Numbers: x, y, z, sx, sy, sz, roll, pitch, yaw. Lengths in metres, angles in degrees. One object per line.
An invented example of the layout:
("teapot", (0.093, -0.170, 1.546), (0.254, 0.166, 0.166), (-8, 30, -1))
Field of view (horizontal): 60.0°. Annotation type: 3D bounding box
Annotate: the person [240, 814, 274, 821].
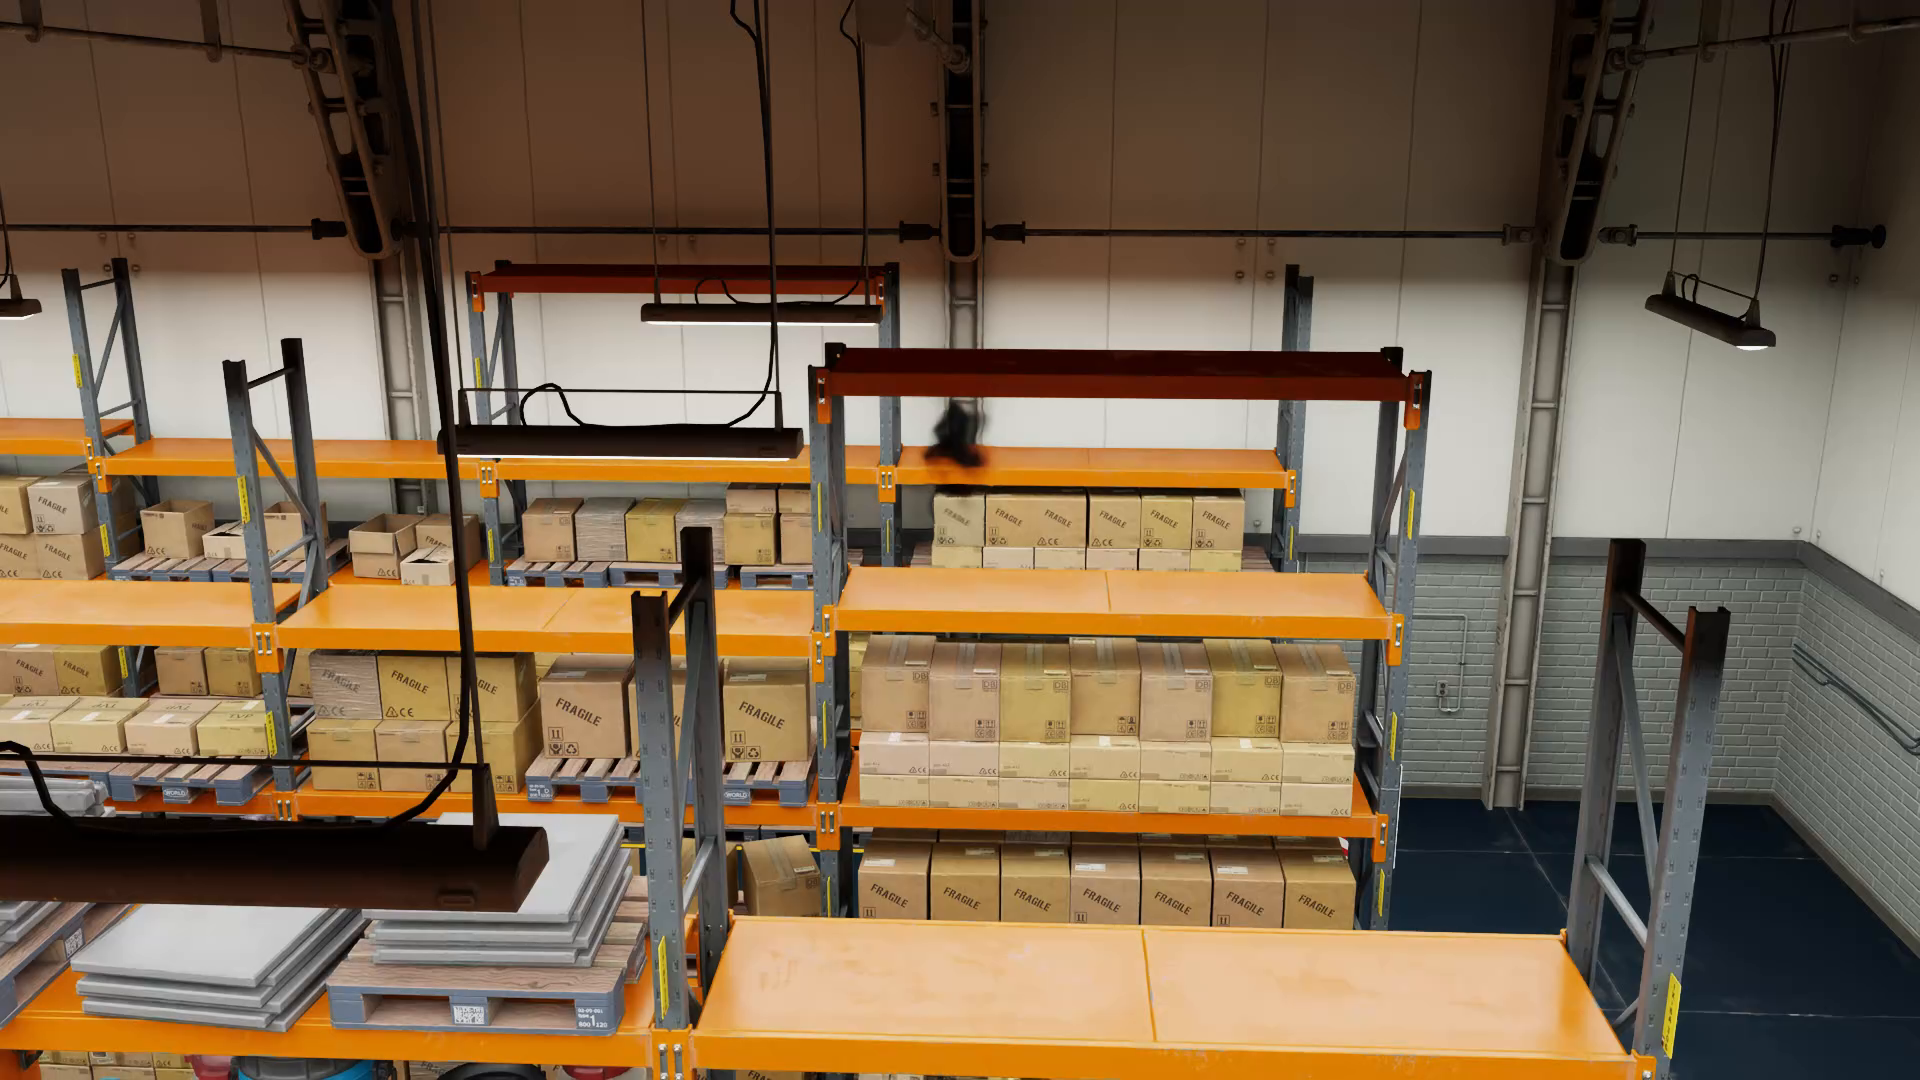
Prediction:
("person", (-6.467, 2.988, 15.511), (1.018, 1.645, 0.581), (0, 16, -1))
